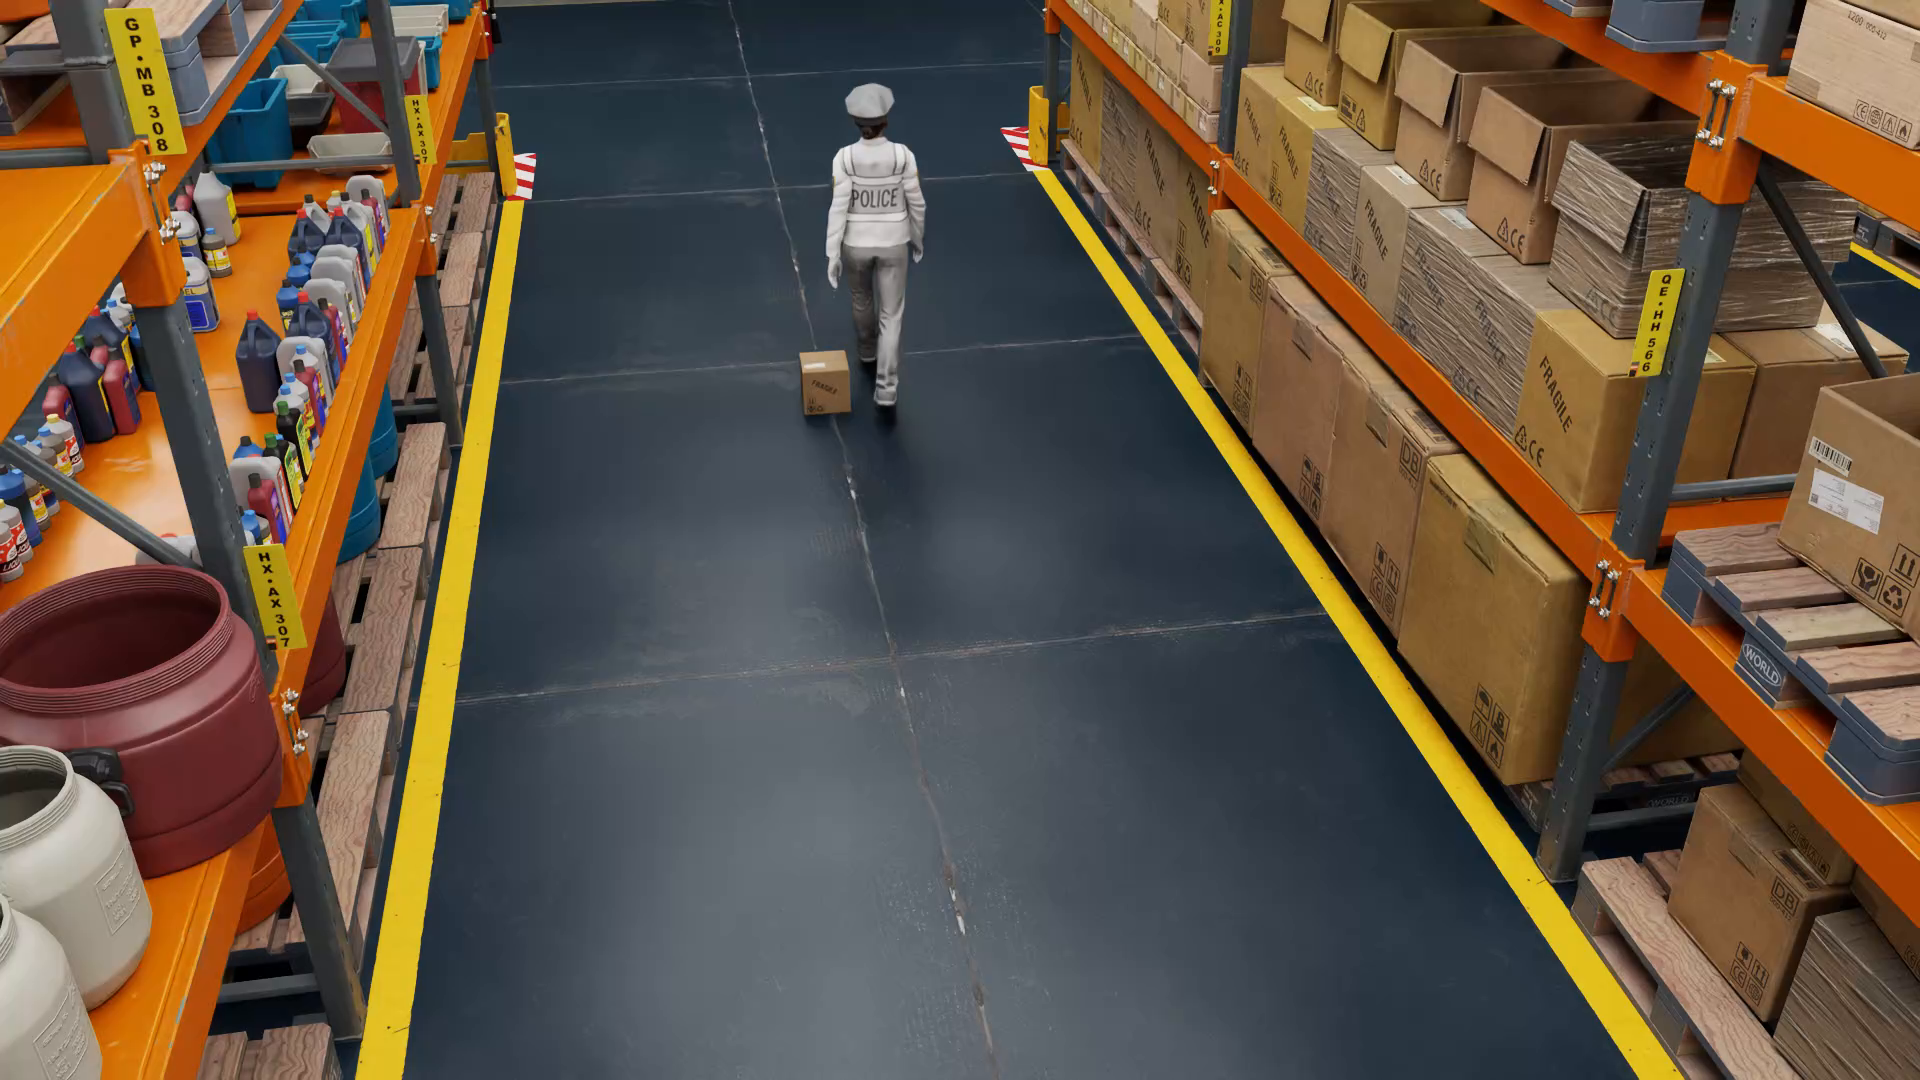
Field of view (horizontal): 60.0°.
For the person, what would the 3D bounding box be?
[{"bbox_3d":[-0.435,-1.568,8.738,0.515,1.629,1.057,0,31,0],"label":"person"}]
